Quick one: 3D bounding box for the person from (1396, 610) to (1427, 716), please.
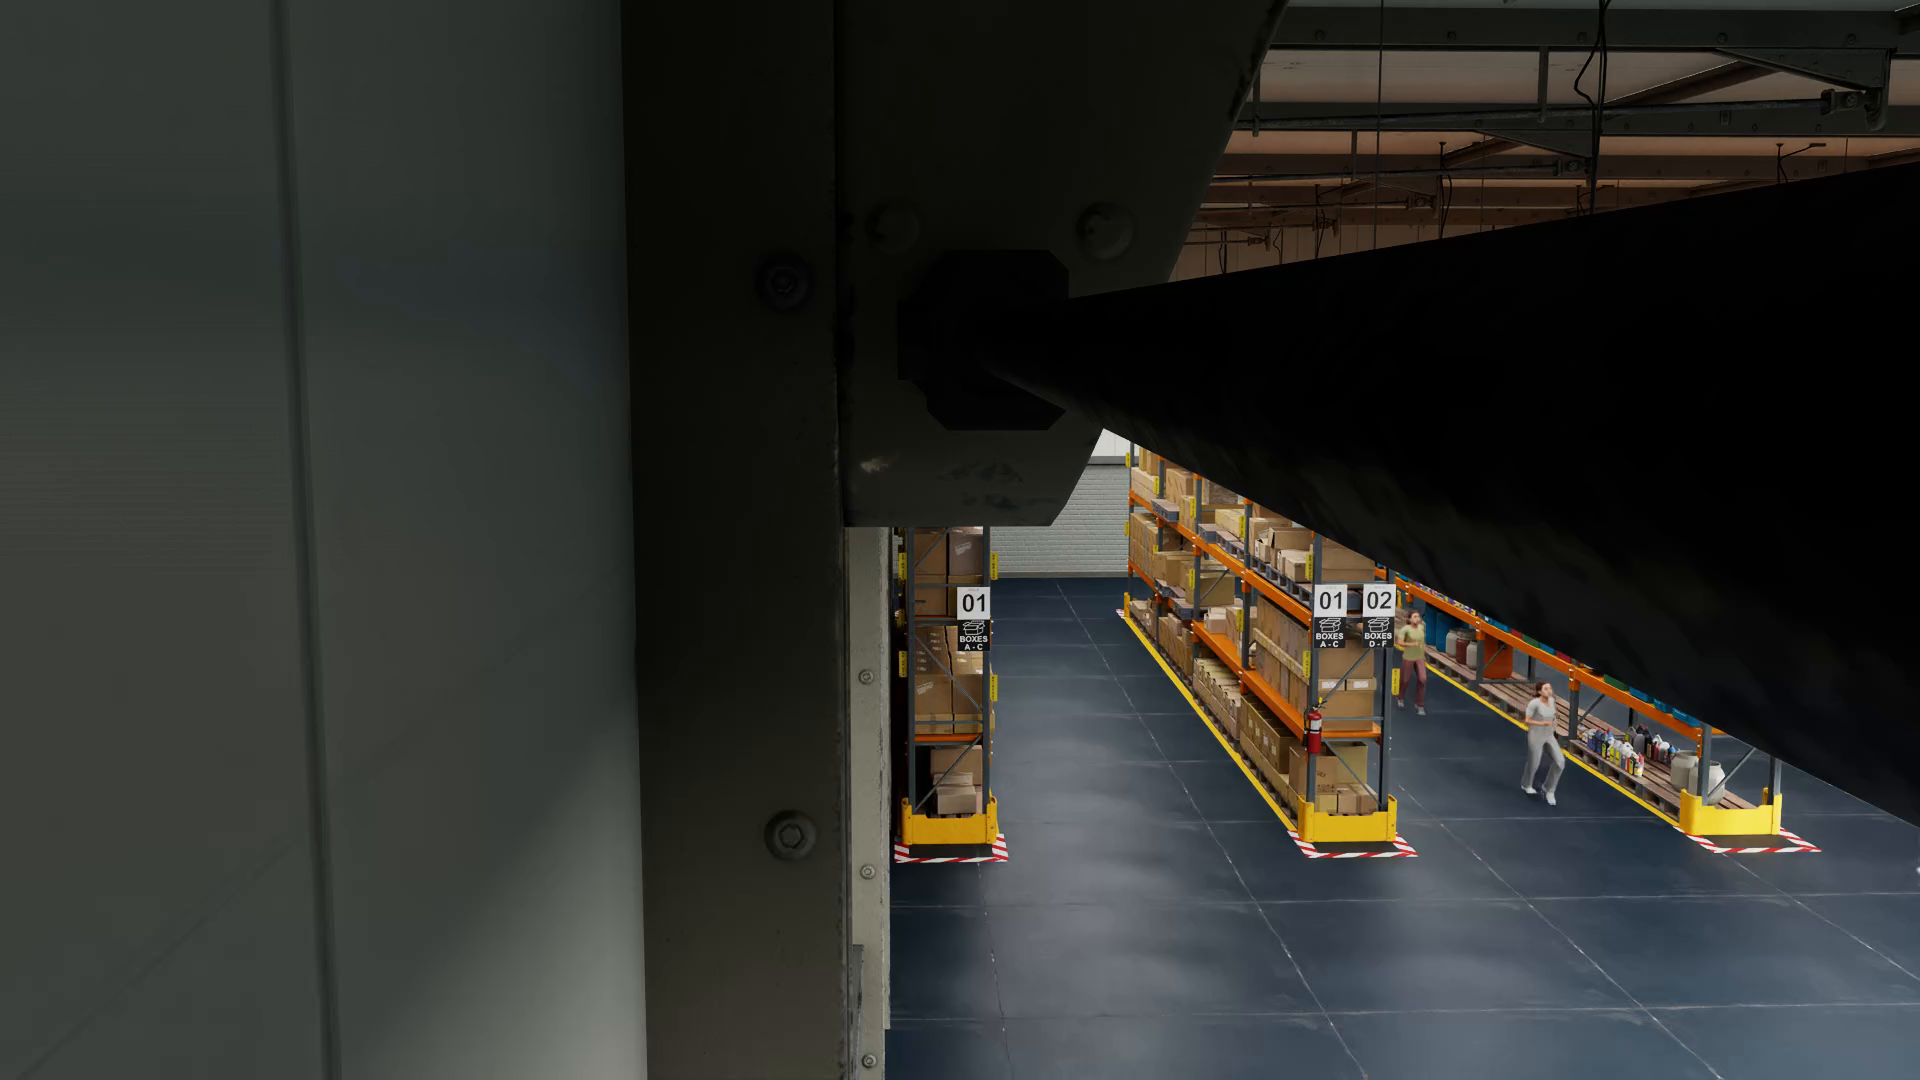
[{"bbox_3d":[7.431,1.996,27.404,0.564,1.738,0.780,-1,7,-9],"label":"person"}]

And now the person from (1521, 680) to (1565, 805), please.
[{"bbox_3d":[7.732,2.679,22.215,0.533,1.677,0.757,-2,8,-13],"label":"person"}]
